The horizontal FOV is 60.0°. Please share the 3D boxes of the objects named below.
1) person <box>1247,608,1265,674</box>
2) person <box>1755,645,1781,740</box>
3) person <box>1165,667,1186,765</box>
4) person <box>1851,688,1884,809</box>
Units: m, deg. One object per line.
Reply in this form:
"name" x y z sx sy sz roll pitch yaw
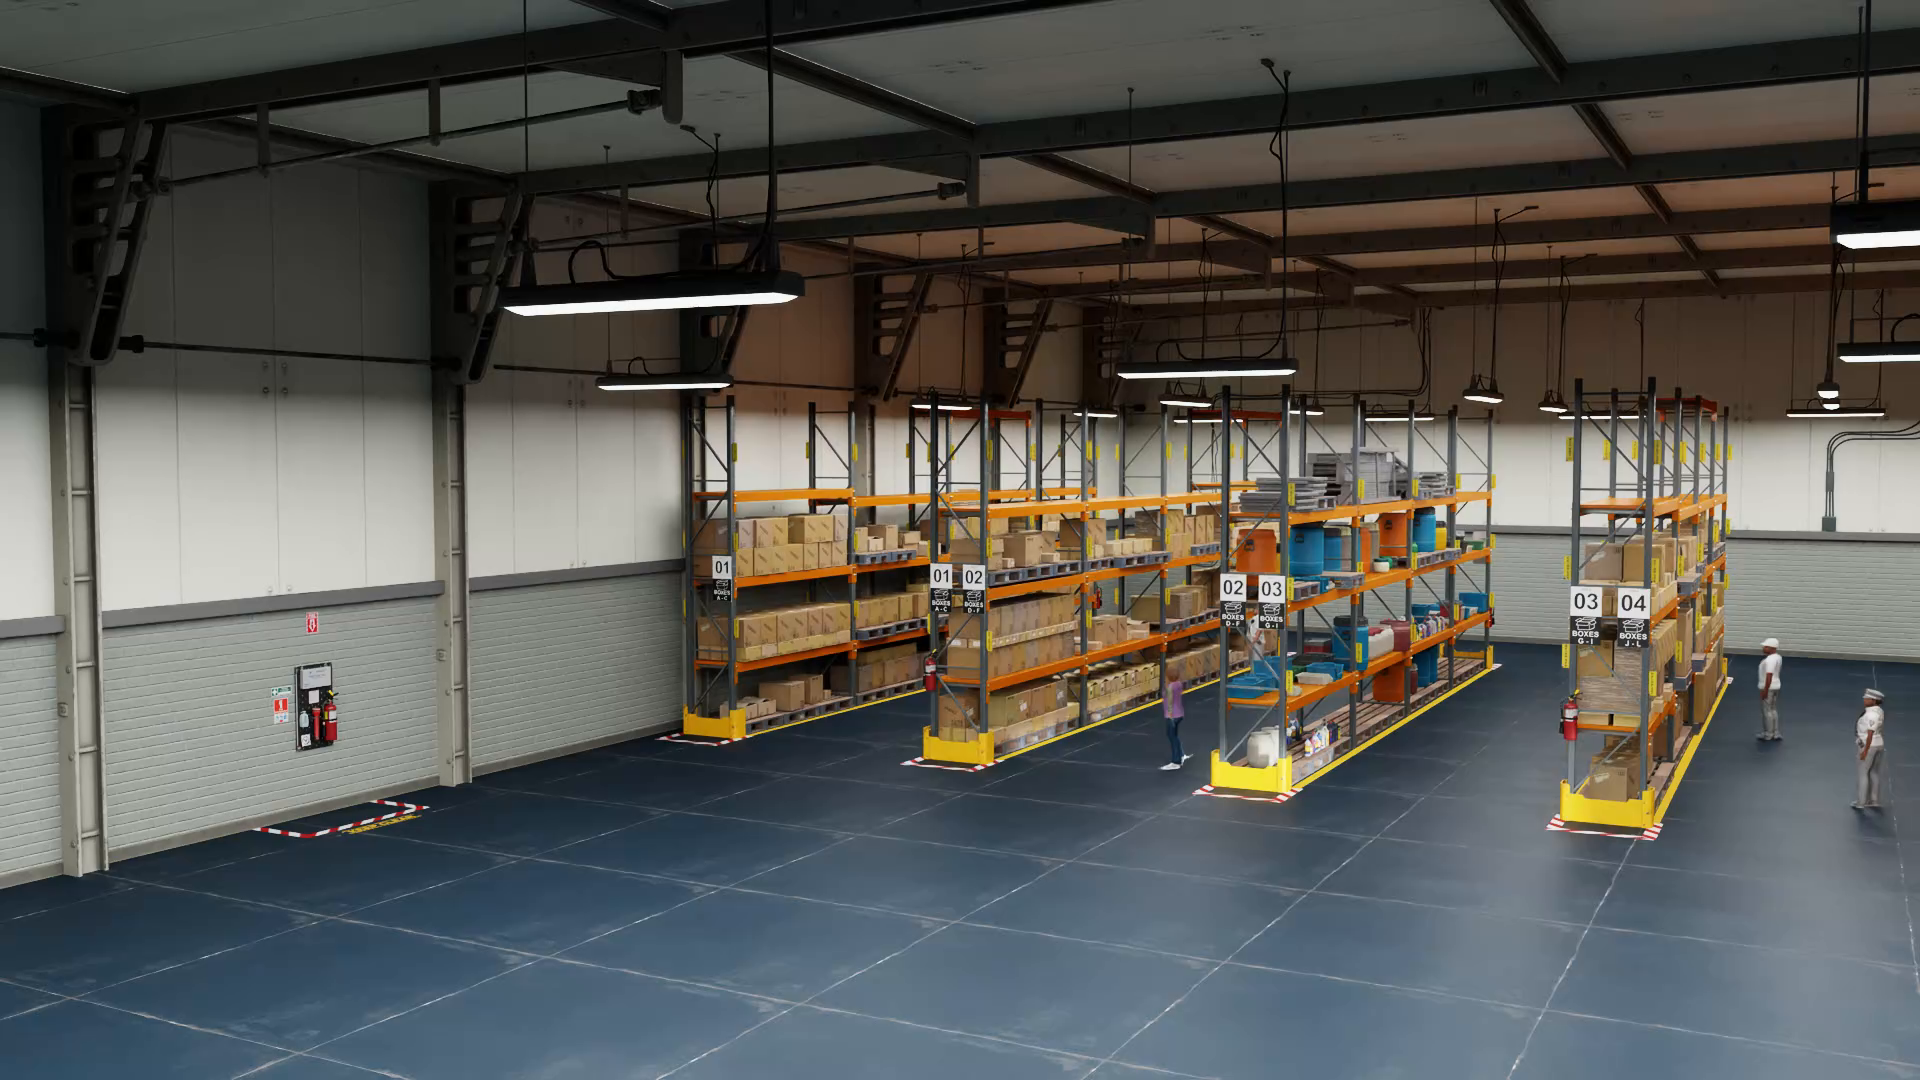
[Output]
"person" 6.346 2.222 35.769 0.425 1.654 0.548 -1 3 -11
"person" 14.130 2.617 29.027 0.703 1.750 0.394 -3 4 -42
"person" 3.364 2.772 26.277 0.343 1.533 0.458 2 3 28
"person" 12.782 2.935 23.403 0.464 1.701 0.376 -2 4 -38
